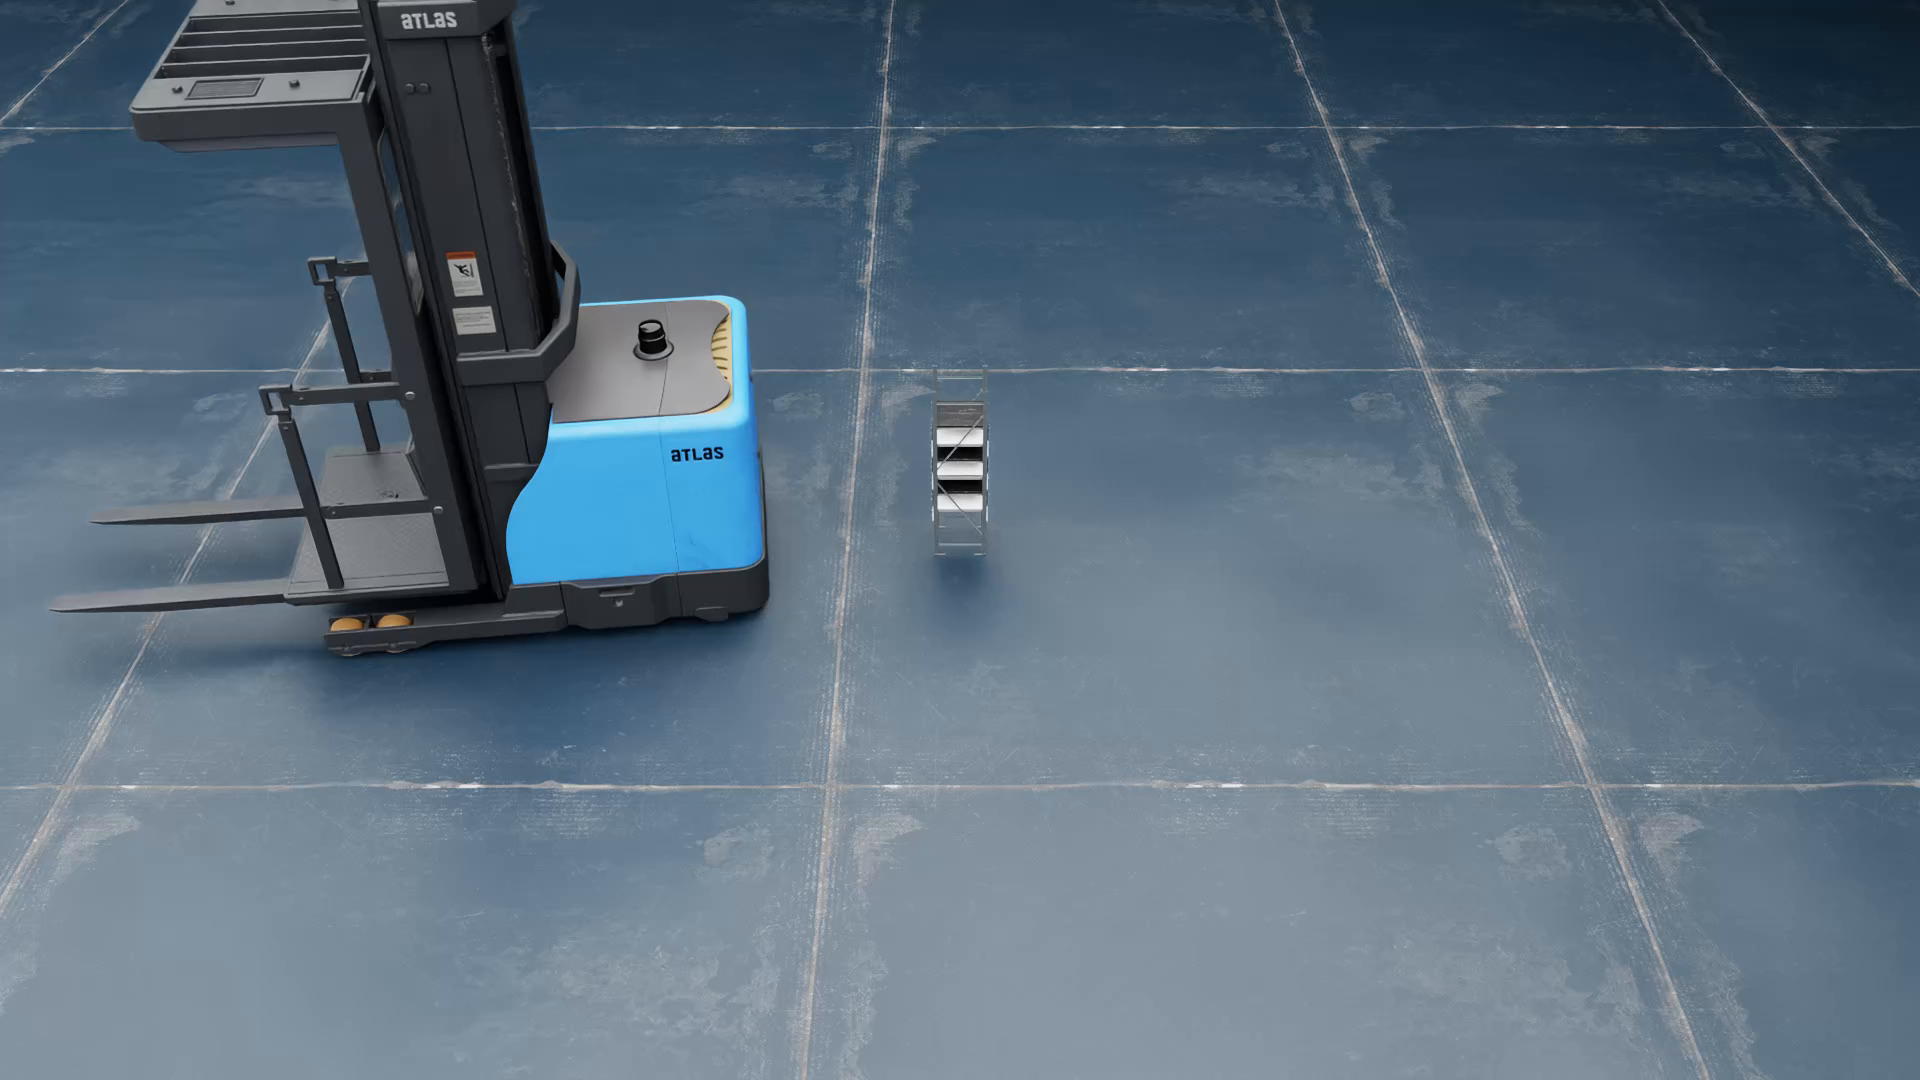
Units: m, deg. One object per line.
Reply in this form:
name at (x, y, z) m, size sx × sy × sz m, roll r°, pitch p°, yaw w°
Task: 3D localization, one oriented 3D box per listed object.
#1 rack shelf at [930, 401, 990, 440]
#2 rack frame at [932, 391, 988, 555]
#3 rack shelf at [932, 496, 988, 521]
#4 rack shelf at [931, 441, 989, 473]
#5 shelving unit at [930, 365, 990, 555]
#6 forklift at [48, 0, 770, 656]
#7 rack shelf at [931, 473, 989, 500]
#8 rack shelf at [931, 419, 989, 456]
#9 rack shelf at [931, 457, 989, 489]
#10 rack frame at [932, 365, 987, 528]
rack shelf at (0.000, -0.531, 7.314) m, size 0.258 × 0.077 × 0.200 m, roll 0°, pitch 39°, yaw 0°
rack frame at (0.000, -0.282, 7.383) m, size 0.240 × 0.900 × 0.006 m, roll 0°, pitch 39°, yaw 0°
rack shelf at (0.000, -0.180, 7.596) m, size 0.258 × 0.077 × 0.200 m, roll 0°, pitch 39°, yaw 0°
rack shelf at (0.000, -0.390, 7.427) m, size 0.258 × 0.077 × 0.200 m, roll 0°, pitch 39°, yaw 0°
shelving unit at (0.000, -0.346, 7.462) m, size 0.258 × 0.900 × 0.210 m, roll 0°, pitch 39°, yaw 0°
forklift at (-2.394, -0.997, 6.650) m, size 3.031 × 2.935 × 1.130 m, roll -4°, pitch 39°, yaw -5°
rack shelf at (0.000, -0.250, 7.539) m, size 0.258 × 0.077 × 0.200 m, roll 0°, pitch 39°, yaw 0°
rack shelf at (0.000, -0.461, 7.371) m, size 0.258 × 0.077 × 0.200 m, roll 0°, pitch 39°, yaw 0°
rack shelf at (0.000, -0.320, 7.483) m, size 0.258 × 0.077 × 0.200 m, roll 0°, pitch 39°, yaw 0°
rack frame at (0.000, -0.410, 7.542) m, size 0.240 × 0.900 × 0.006 m, roll 0°, pitch 39°, yaw 0°
